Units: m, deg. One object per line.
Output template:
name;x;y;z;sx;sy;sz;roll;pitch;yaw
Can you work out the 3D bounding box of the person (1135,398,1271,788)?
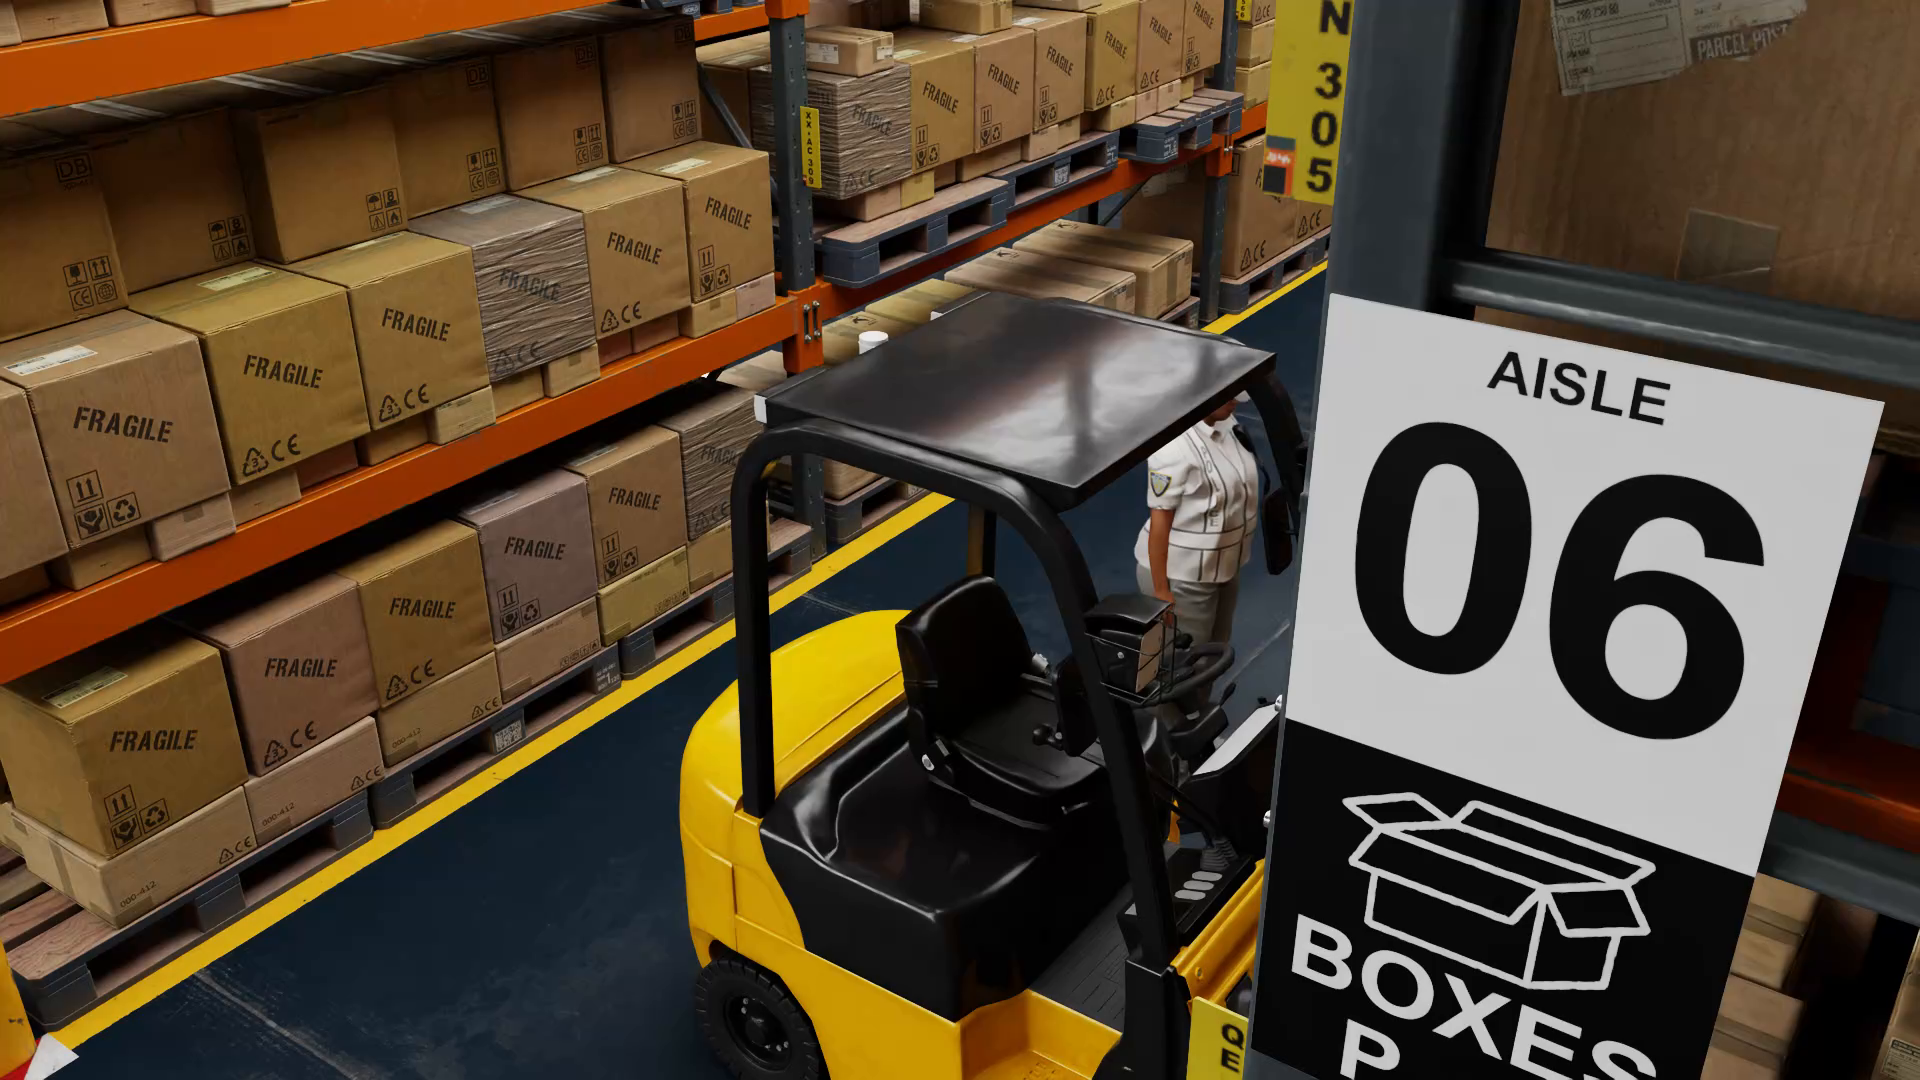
person;0.852;0.129;5.888;0.383;1.698;0.501;17;32;30
